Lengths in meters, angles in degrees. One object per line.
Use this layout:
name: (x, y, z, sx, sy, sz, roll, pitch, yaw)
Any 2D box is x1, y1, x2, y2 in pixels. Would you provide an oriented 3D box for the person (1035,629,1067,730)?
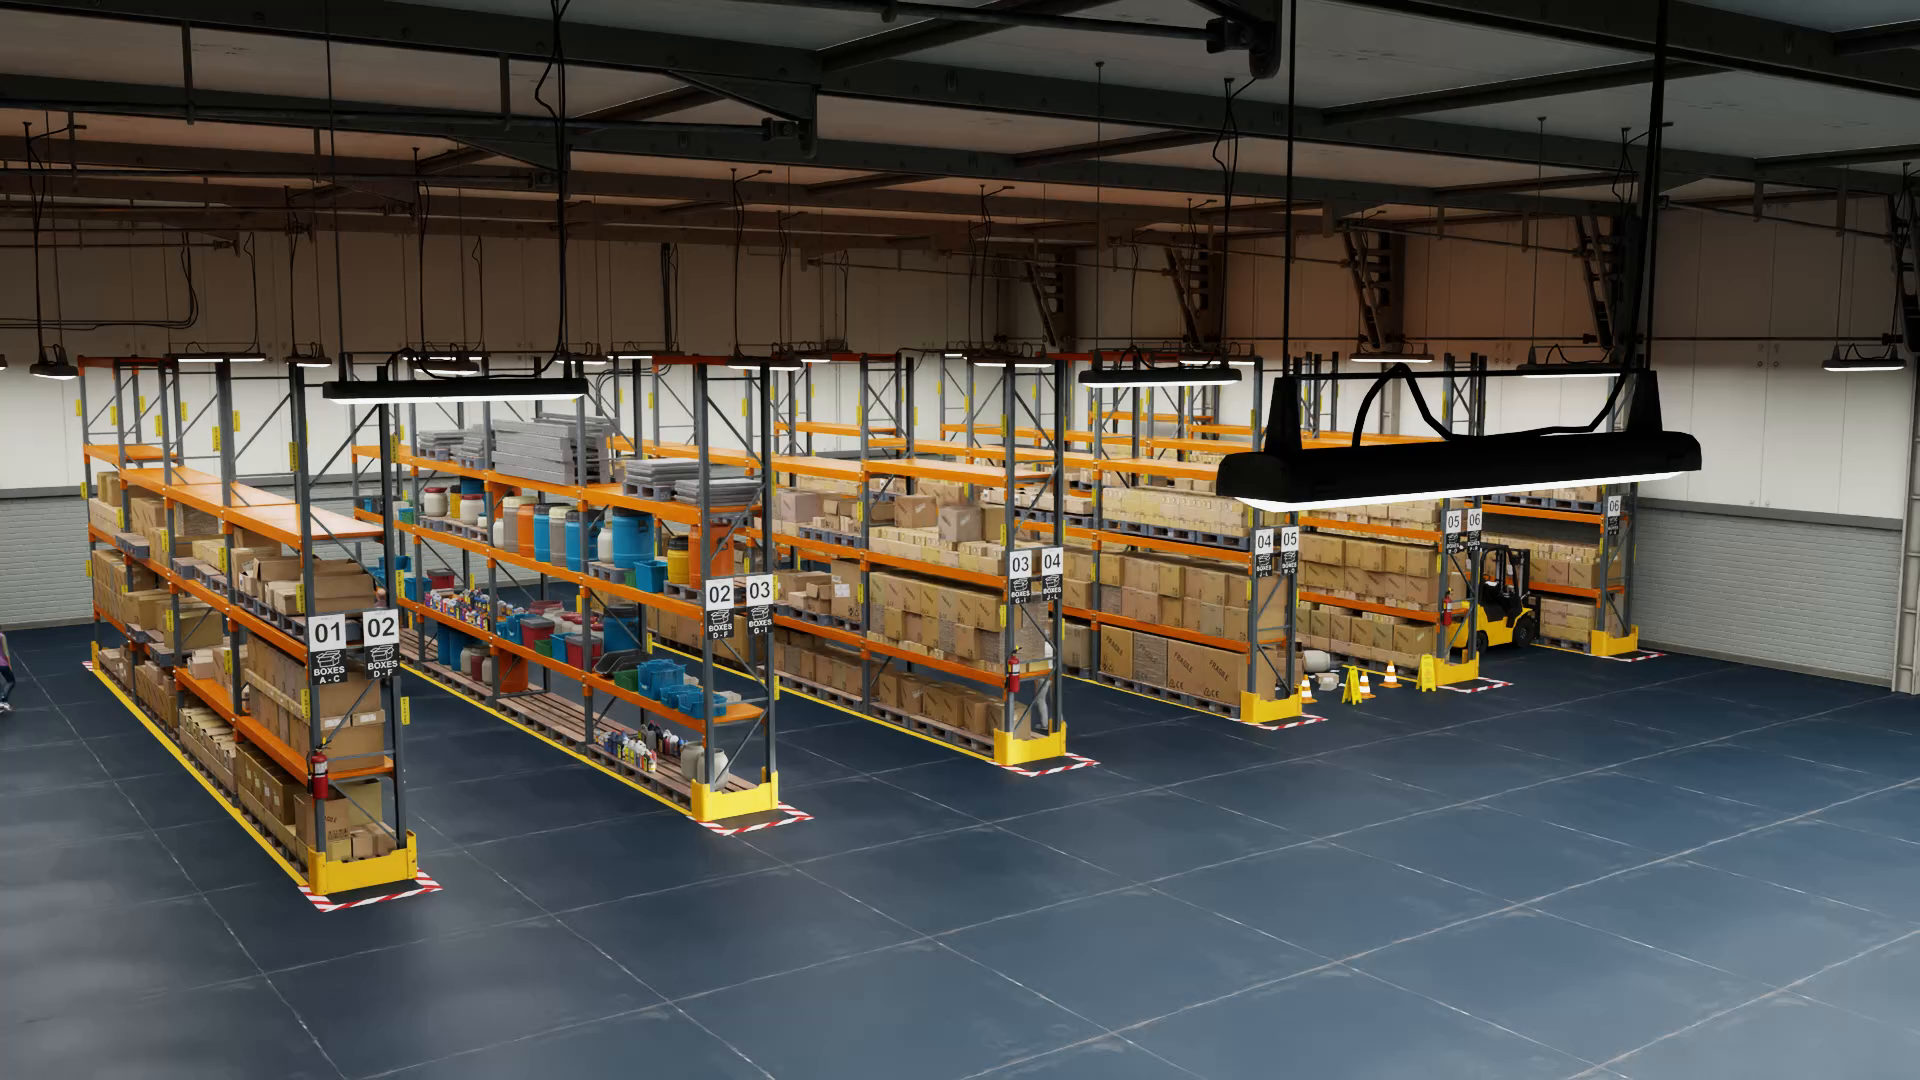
person: (1.440, 2.258, 26.909, 0.536, 1.660, 0.522, -4, 8, -33)

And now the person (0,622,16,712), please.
person: (-16.273, 2.195, 28.097, 0.453, 1.488, 0.435, 0, 7, 1)

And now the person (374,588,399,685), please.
person: (-10.555, 1.763, 30.382, 0.597, 1.756, 0.487, -5, 9, -35)

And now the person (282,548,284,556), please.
person: (-15.135, 0.988, 37.083, 1.103, 1.653, 0.551, 1, 7, 12)
